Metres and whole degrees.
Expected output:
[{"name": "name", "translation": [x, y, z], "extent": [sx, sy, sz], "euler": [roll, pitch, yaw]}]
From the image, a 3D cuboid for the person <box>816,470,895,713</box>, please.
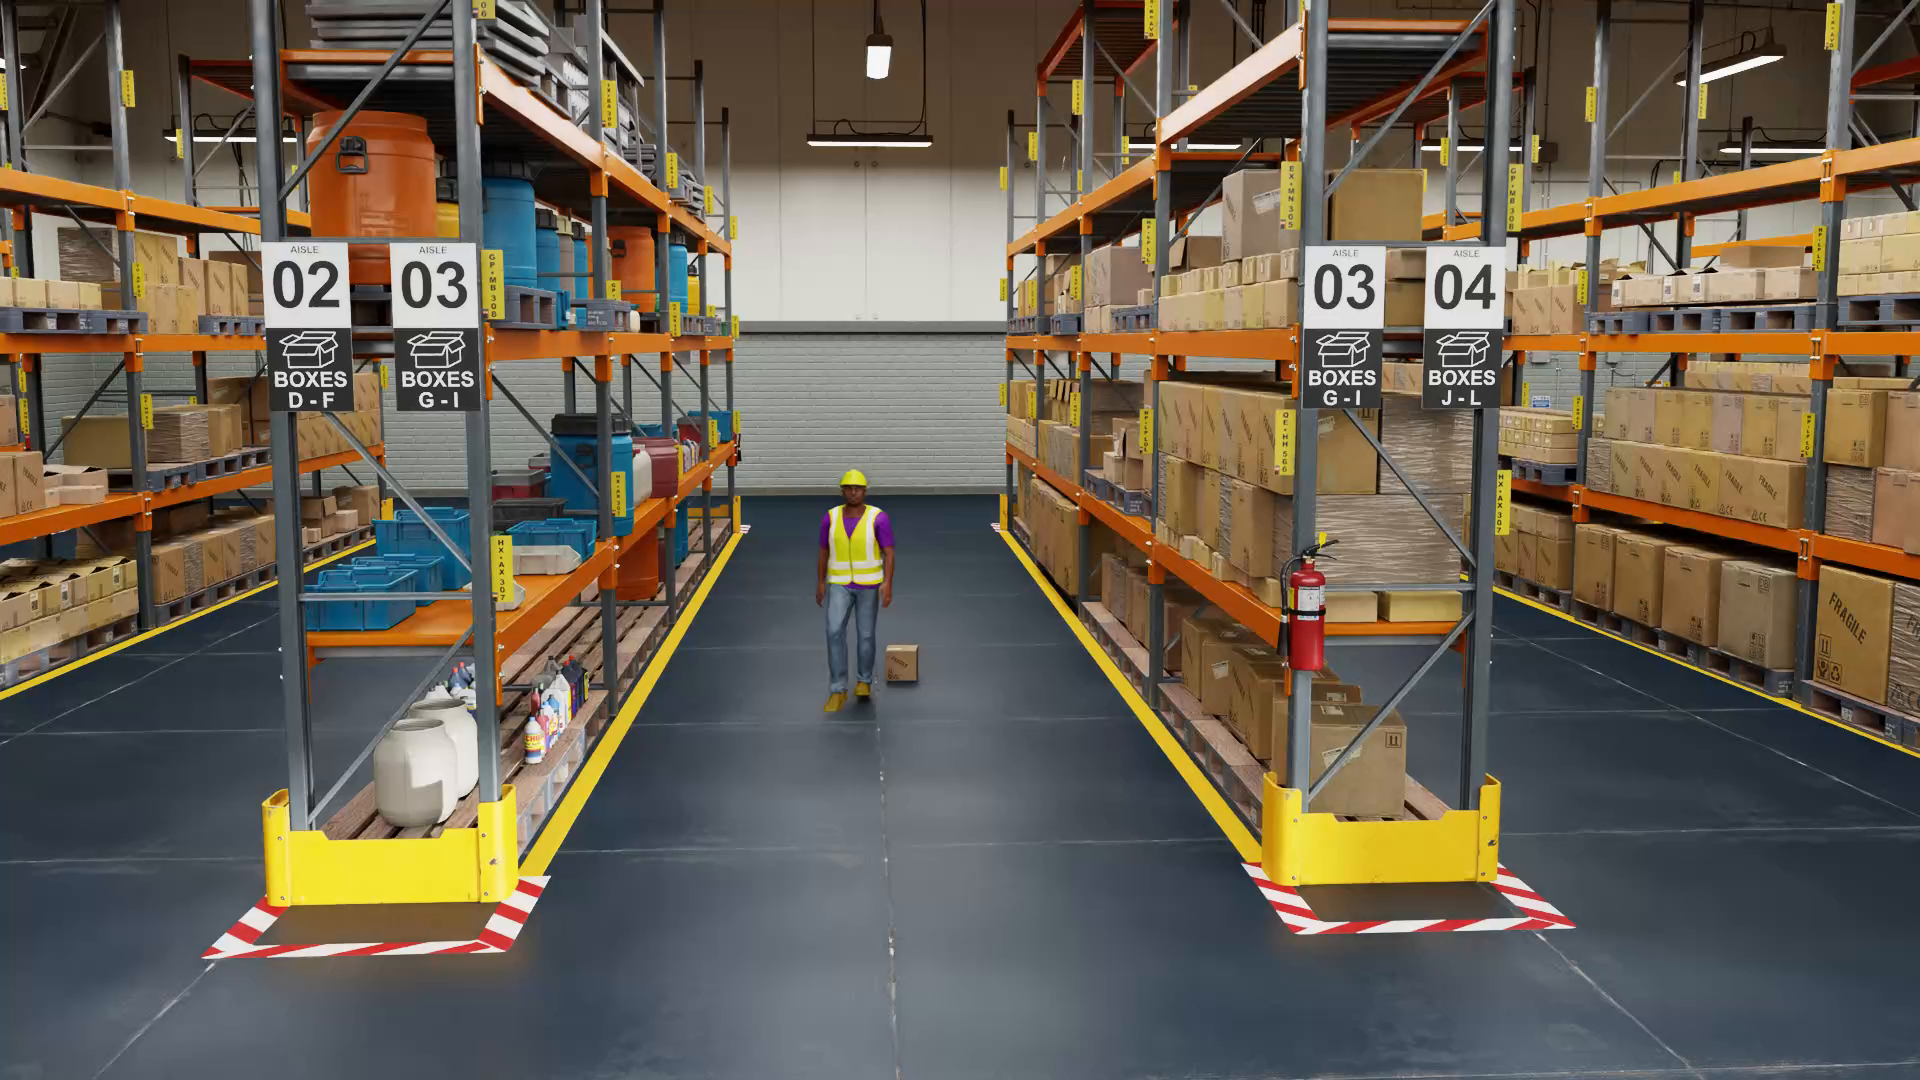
[{"name": "person", "translation": [-0.803, 0.382, 12.538], "extent": [0.627, 1.818, 0.687], "euler": [0, 7, 4]}]
